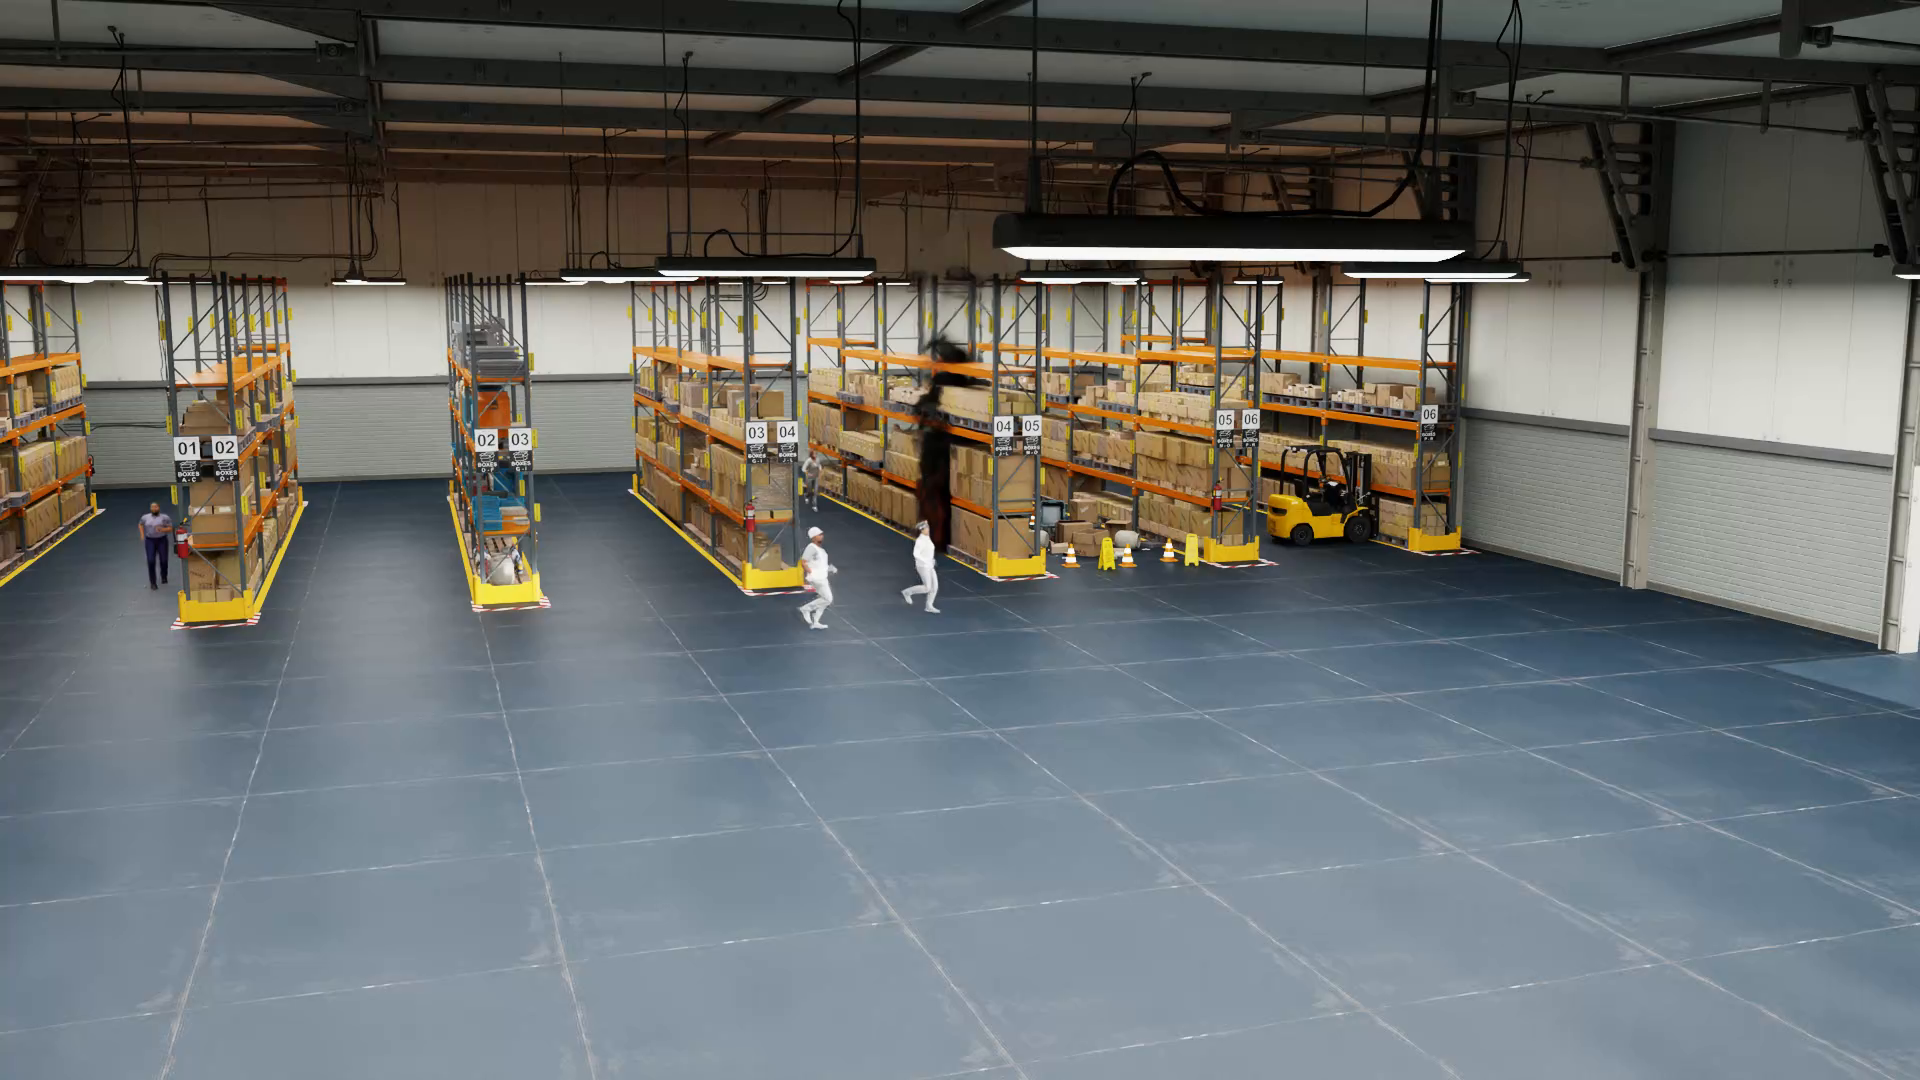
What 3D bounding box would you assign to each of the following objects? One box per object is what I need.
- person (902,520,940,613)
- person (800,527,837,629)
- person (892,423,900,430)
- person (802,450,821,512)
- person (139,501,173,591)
[{"bbox_3d":[-0.675,0.466,29.577,0.679,1.670,0.623,3,9,16],"label":"person"},{"bbox_3d":[-2.393,0.644,28.079,0.594,1.732,0.684,1,9,7],"label":"person"},{"bbox_3d":[-1.887,-2.713,50.581,0.837,1.669,0.570,-2,9,-11],"label":"person"},{"bbox_3d":[-3.834,-1.563,43.213,0.565,1.589,0.838,-4,10,-26],"label":"person"},{"bbox_3d":[-15.446,0.103,31.986,0.579,1.711,0.764,-4,10,-27],"label":"person"}]
